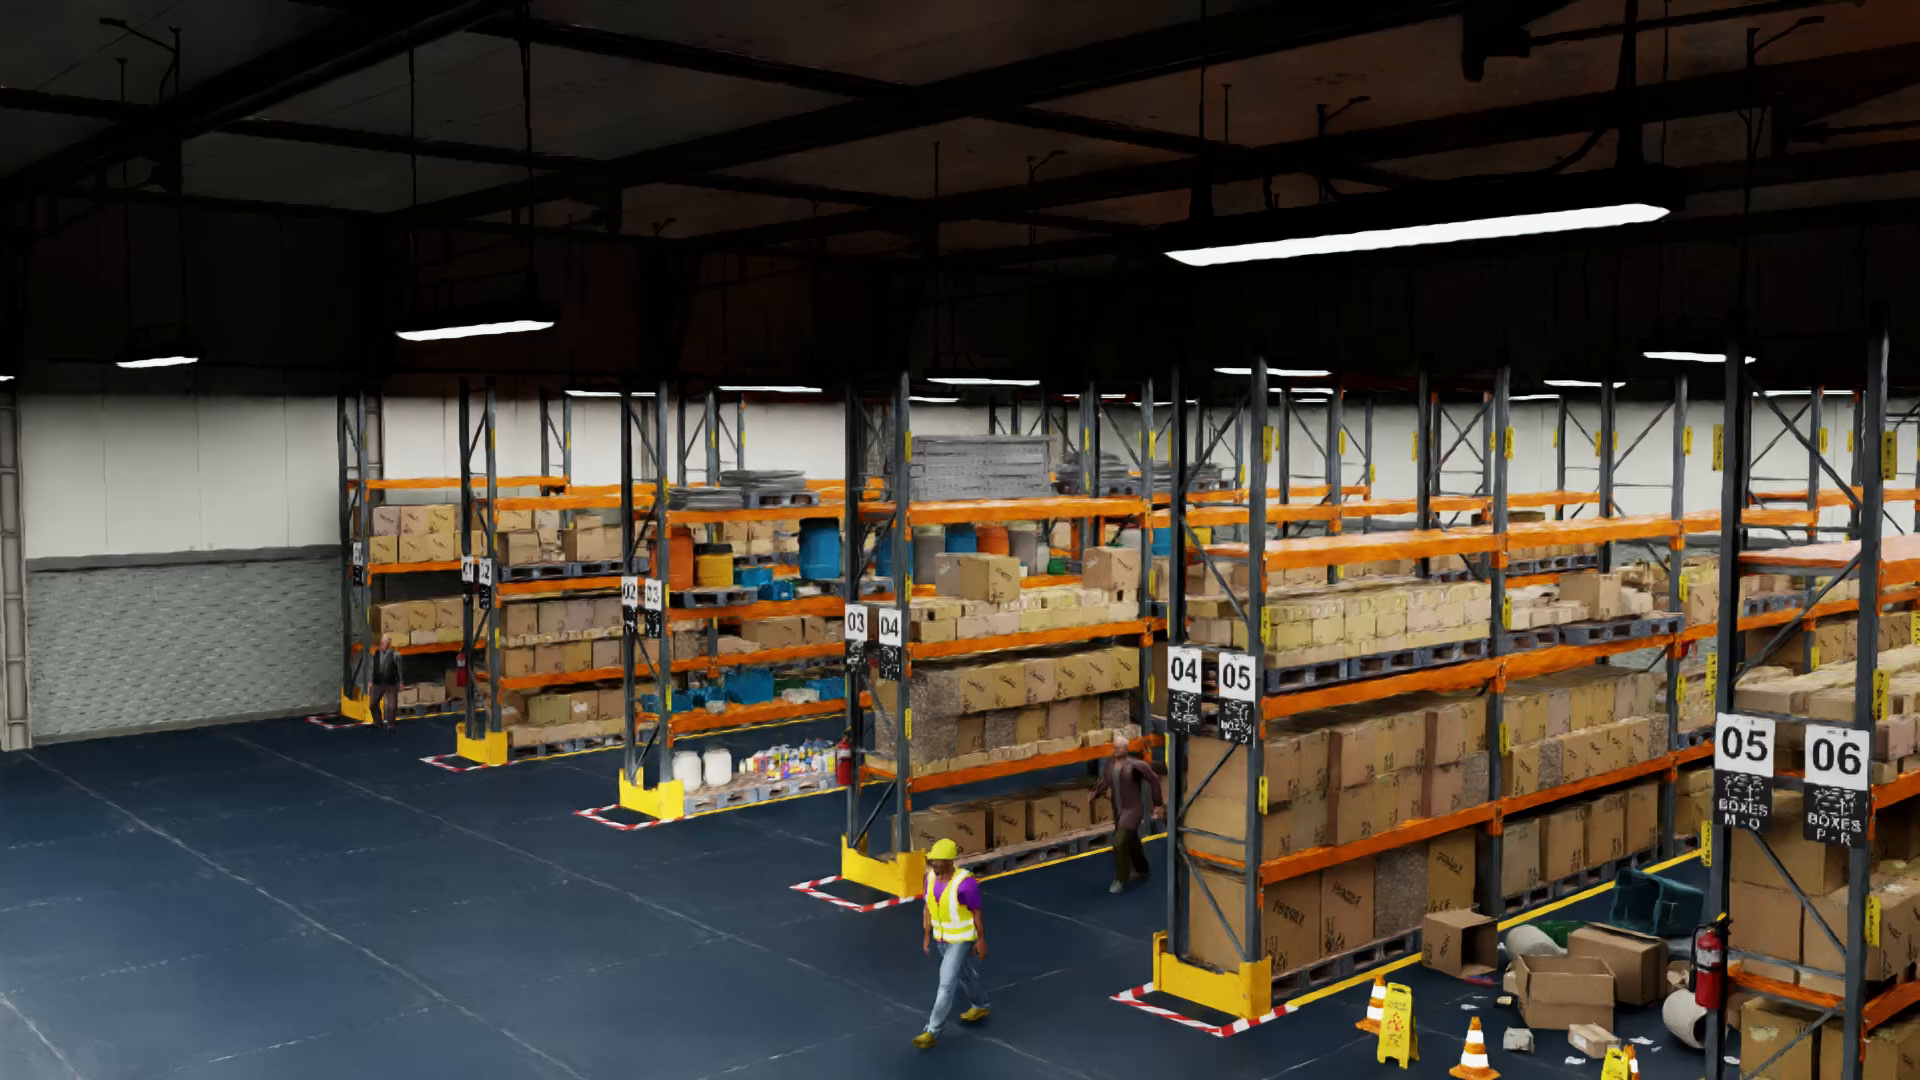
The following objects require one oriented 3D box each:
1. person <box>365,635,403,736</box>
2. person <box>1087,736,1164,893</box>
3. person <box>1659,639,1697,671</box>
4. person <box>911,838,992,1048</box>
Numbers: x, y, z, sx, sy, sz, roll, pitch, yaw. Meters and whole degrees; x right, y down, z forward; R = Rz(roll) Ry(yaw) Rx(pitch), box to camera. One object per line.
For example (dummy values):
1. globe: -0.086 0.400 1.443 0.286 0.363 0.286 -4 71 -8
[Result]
1. person: -9.852 2.455 28.311 0.722 1.713 0.511 0 4 4
2. person: 1.889 3.066 18.863 0.903 1.717 0.736 -3 5 -37
3. person: 13.587 2.264 31.412 0.705 1.660 0.850 2 4 30
4. person: -0.116 3.372 14.179 1.111 1.682 0.569 -4 5 -43
